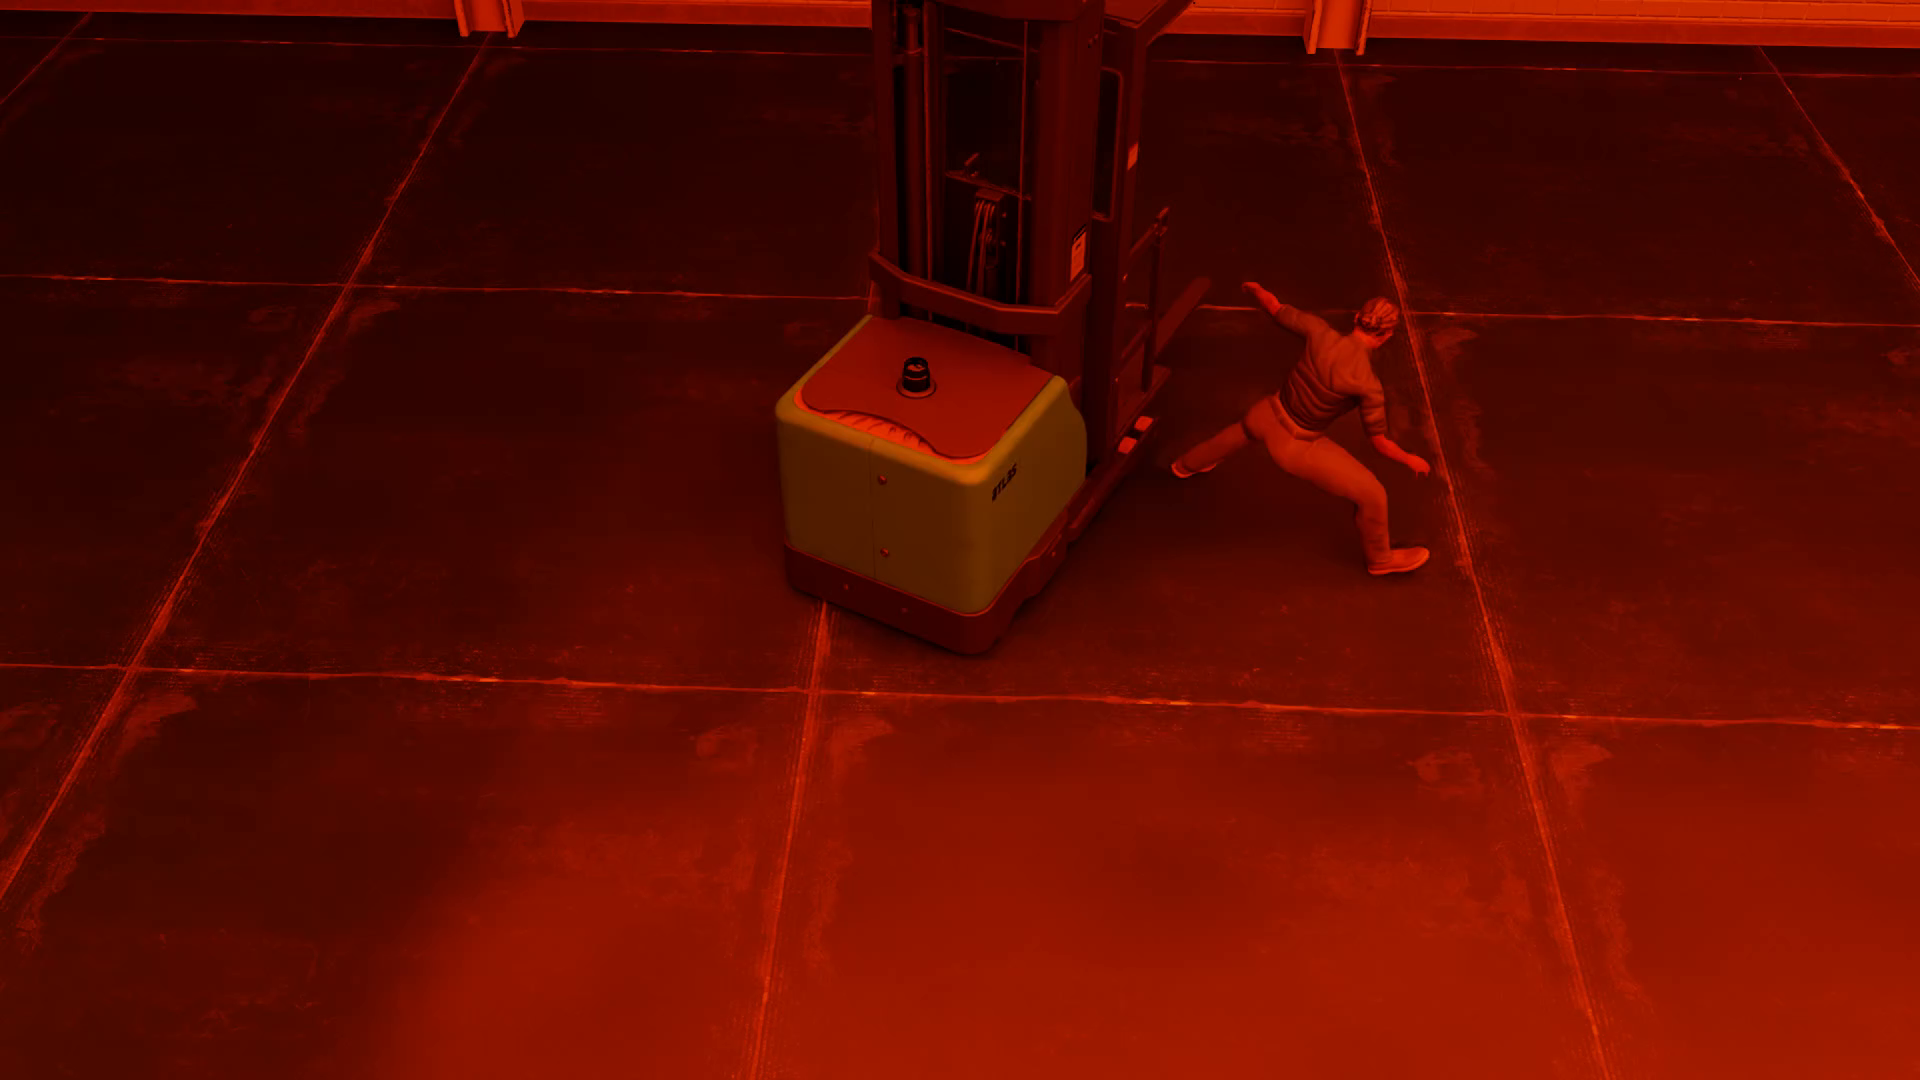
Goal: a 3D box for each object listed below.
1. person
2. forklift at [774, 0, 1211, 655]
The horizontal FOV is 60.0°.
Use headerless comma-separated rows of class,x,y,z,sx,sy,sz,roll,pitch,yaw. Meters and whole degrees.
person,1.590,-0.558,7.546,0.715,1.350,1.189,-19,46,-19
forklift,0.357,-1.567,7.459,1.130,2.935,3.031,20,46,21
